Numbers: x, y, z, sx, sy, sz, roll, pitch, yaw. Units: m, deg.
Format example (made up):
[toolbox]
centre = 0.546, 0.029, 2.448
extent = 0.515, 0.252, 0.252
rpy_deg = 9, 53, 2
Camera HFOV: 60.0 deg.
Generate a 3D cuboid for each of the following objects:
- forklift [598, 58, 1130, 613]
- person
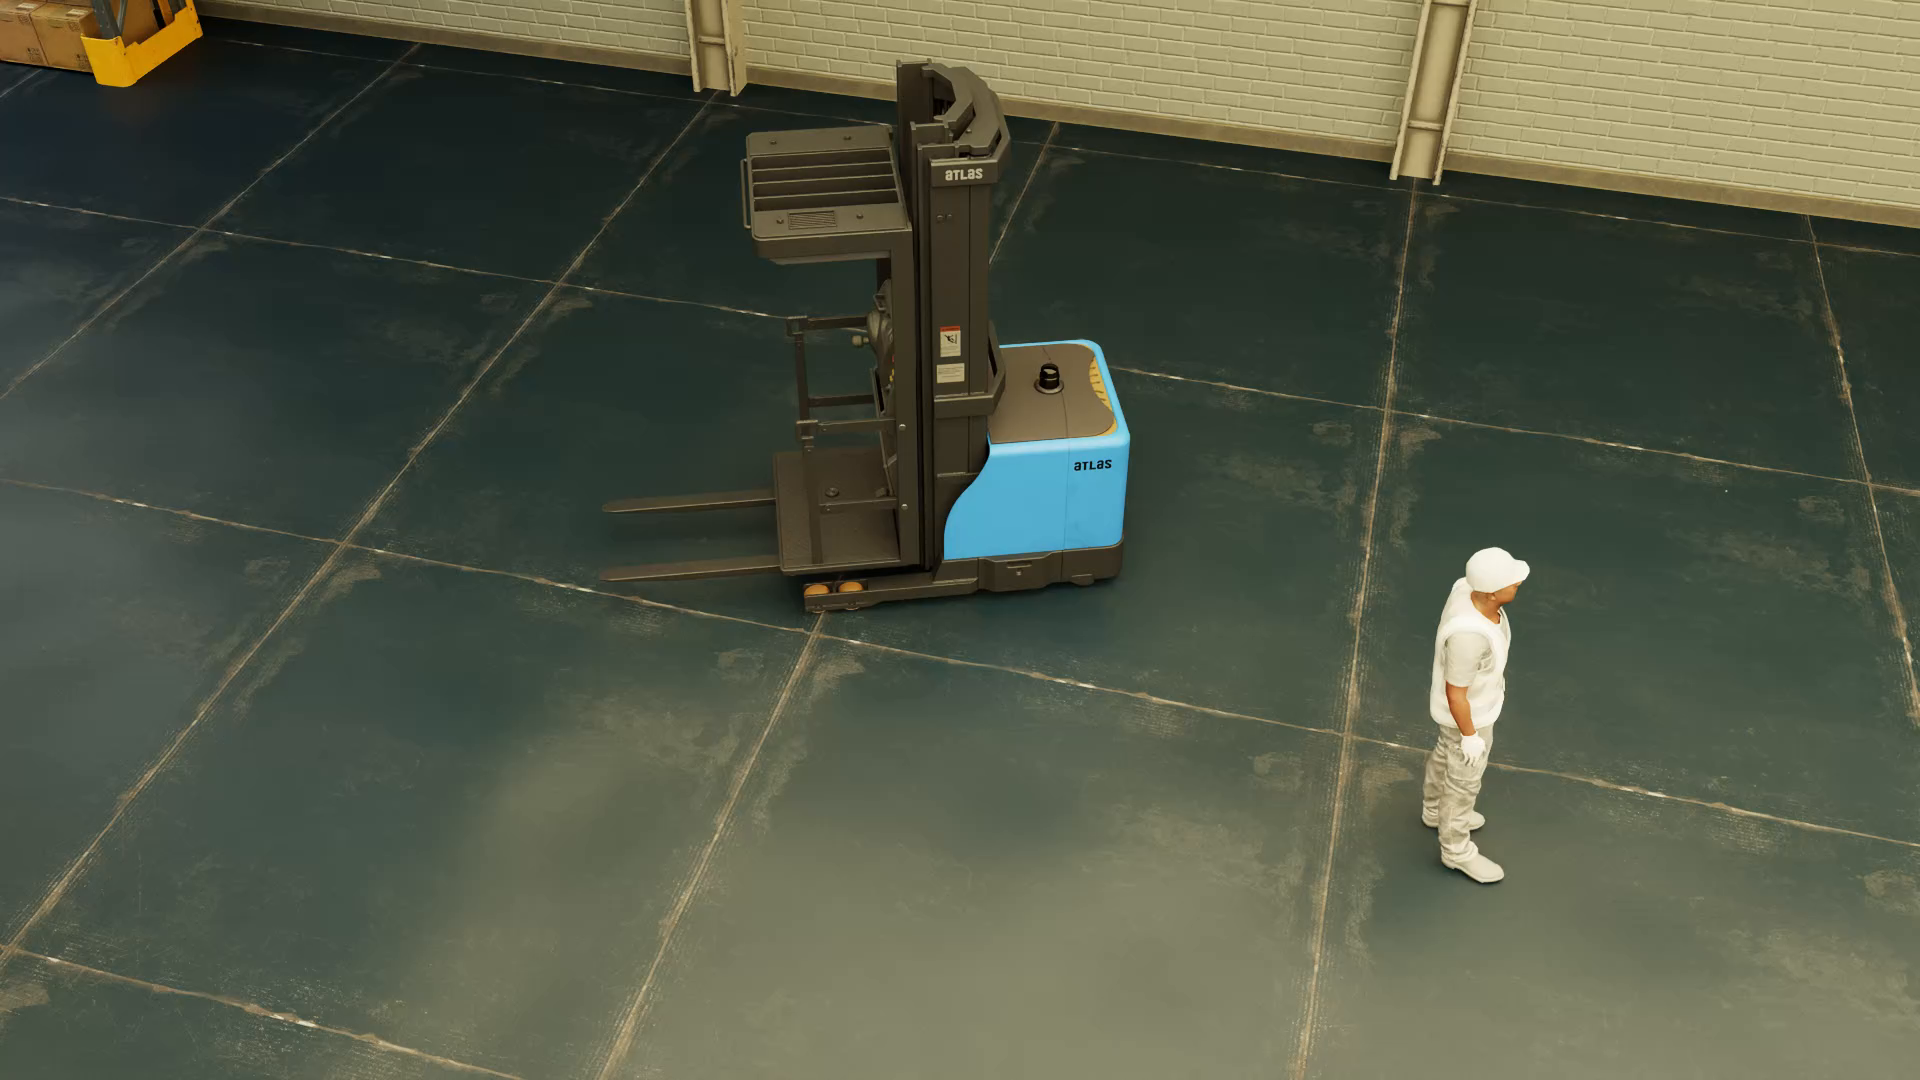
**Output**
[forklift]
centre = -0.604, -1.052, 9.062
extent = 3.031, 2.935, 1.130
rpy_deg = -5, 41, -5
[person]
centre = 2.466, 0.779, 7.833
extent = 0.576, 1.784, 0.657
rpy_deg = 12, 43, 13
